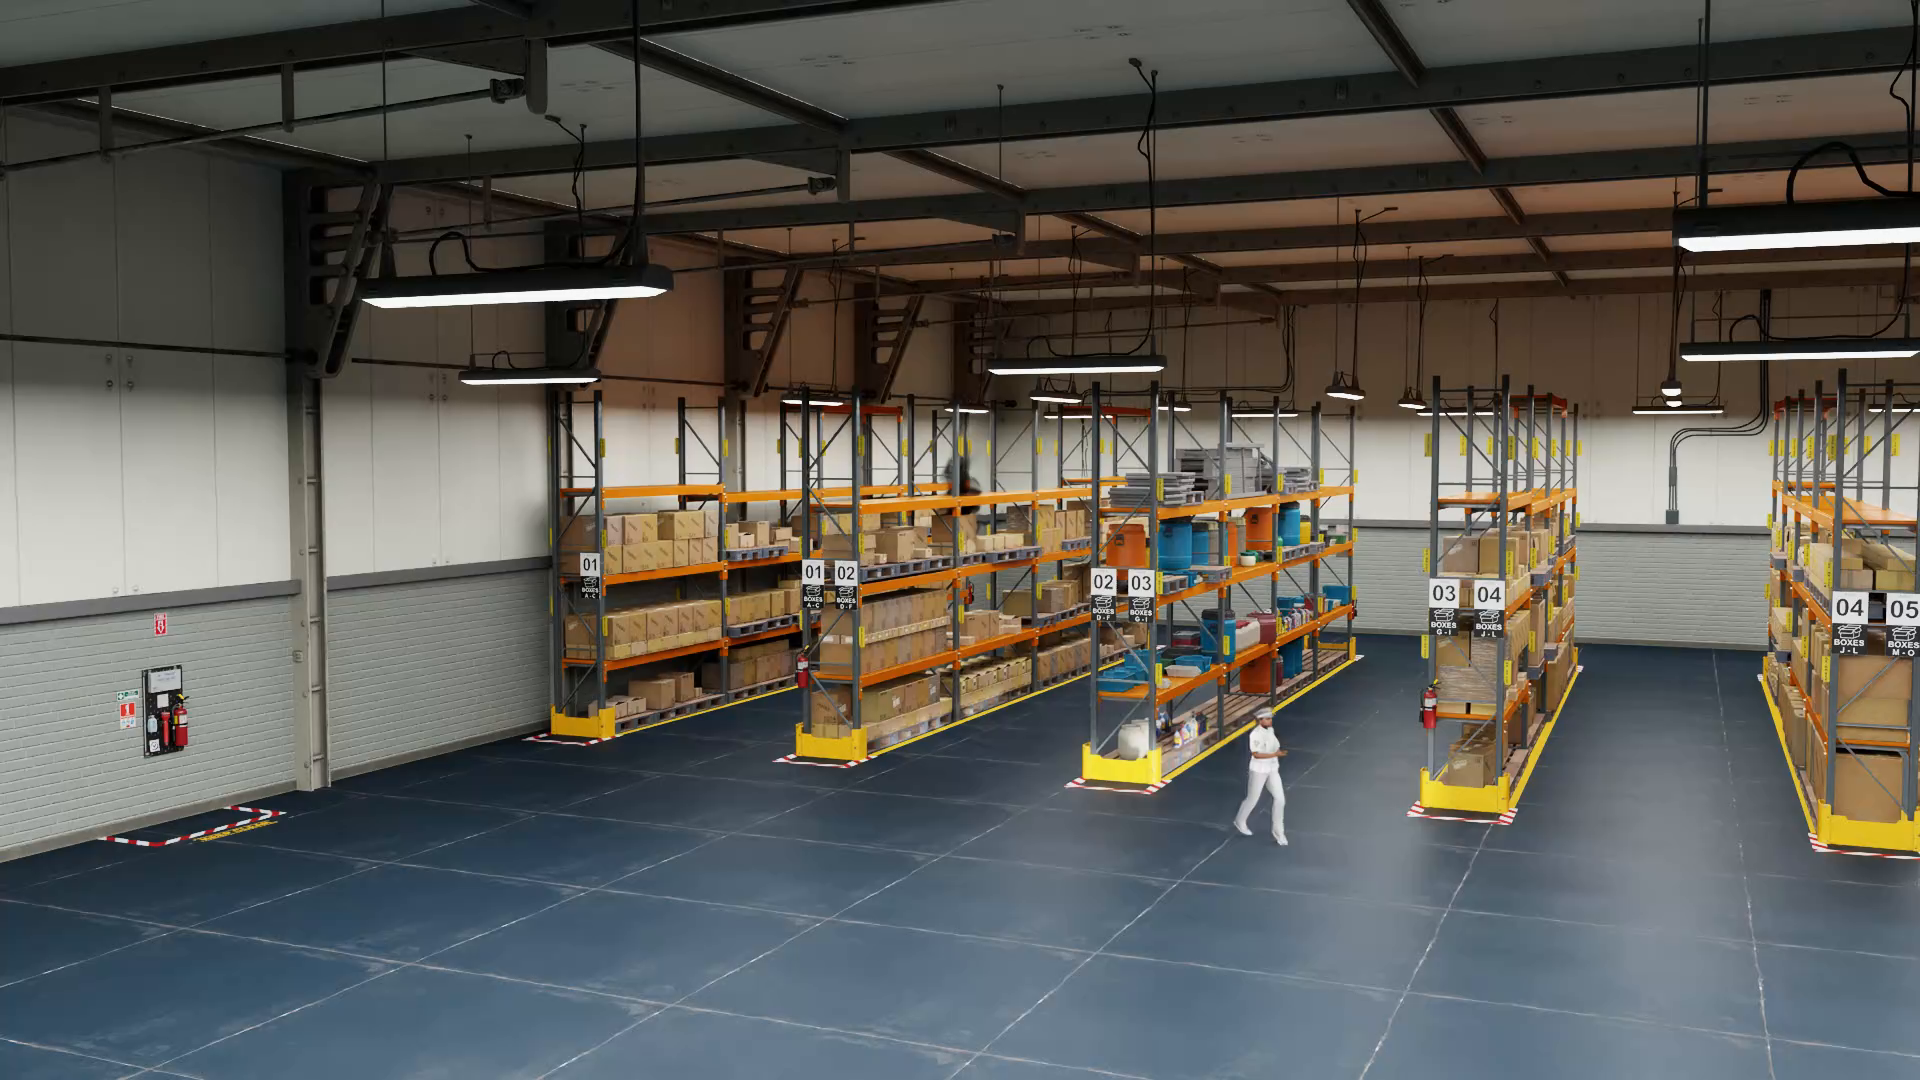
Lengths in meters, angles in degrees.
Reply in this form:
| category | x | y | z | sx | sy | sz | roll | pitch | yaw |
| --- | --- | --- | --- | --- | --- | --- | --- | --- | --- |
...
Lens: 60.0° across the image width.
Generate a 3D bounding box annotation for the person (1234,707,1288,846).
| category | x | y | z | sx | sy | sz | roll | pitch | yaw |
| --- | --- | --- | --- | --- | --- | --- | --- | --- | --- |
| person | 3.854 | 2.990 | 21.183 | 0.548 | 1.770 | 0.808 | -2 | 4 | -35 |
